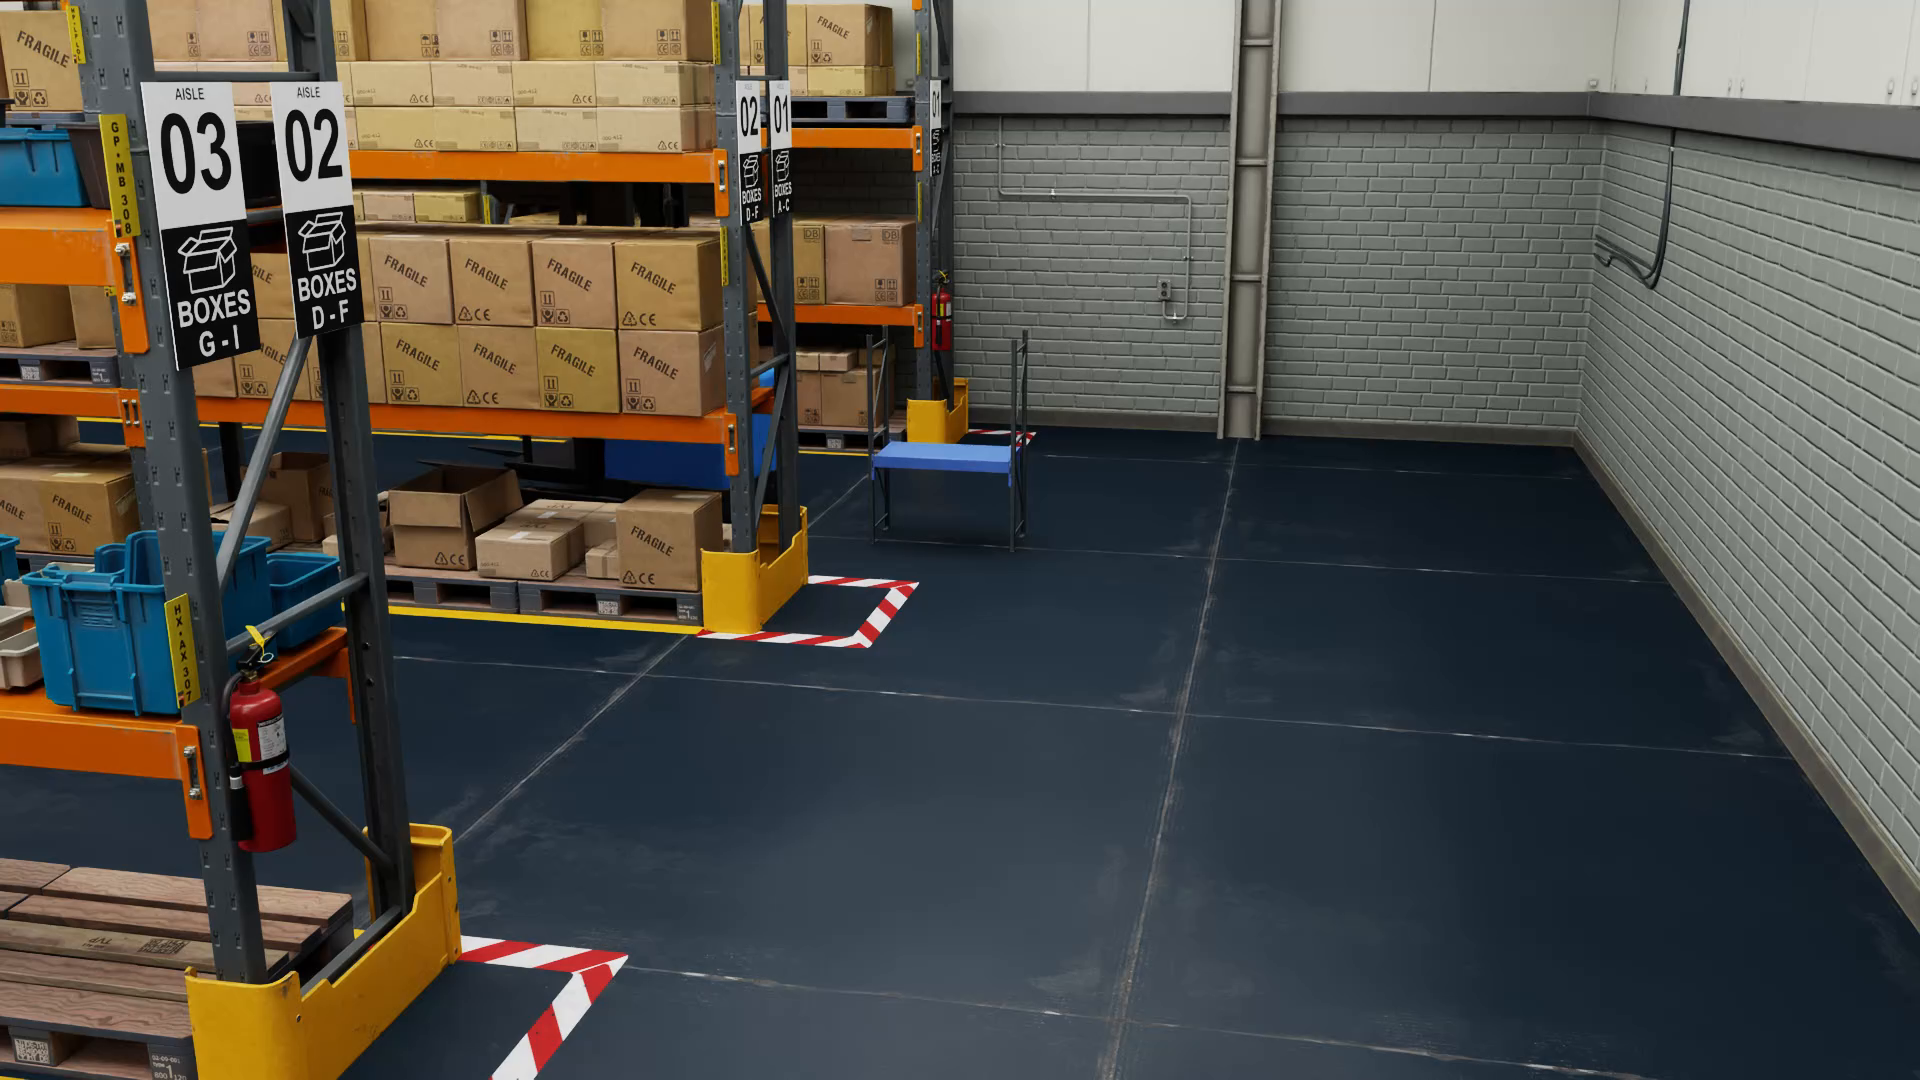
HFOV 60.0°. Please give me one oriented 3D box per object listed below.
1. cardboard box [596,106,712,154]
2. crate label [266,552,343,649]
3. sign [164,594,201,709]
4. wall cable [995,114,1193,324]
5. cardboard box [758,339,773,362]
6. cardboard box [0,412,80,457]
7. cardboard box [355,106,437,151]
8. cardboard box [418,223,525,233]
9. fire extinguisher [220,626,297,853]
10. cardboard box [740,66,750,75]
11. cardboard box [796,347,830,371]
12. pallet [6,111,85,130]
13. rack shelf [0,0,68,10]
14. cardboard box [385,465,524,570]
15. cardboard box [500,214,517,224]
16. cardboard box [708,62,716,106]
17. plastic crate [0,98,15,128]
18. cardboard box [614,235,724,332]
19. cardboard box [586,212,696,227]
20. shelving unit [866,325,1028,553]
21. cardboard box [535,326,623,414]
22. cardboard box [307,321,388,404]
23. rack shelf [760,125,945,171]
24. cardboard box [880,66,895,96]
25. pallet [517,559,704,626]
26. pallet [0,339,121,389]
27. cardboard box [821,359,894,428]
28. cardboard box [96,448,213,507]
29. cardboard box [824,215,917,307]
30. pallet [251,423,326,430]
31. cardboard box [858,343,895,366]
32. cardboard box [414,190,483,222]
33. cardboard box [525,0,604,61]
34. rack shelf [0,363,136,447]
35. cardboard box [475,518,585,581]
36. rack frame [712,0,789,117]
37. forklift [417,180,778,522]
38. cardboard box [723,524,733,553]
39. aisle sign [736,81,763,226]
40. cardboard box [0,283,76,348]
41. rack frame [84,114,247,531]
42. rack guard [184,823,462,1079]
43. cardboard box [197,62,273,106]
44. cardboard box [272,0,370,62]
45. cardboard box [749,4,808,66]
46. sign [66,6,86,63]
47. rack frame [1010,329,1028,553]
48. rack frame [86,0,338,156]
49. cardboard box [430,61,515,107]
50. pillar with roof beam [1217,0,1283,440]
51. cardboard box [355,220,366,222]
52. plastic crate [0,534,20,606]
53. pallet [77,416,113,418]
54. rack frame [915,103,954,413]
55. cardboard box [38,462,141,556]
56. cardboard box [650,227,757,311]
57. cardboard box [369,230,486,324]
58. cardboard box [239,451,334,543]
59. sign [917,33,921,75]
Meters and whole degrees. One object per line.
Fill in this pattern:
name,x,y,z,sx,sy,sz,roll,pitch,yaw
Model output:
cardboard box,-1.756,-2.367,9.579,0.500,0.250,0.500,3,16,11
crate label,-2.367,0.213,5.805,0.303,0.233,0.416,3,16,11
sign,-2.284,0.327,4.888,0.005,0.325,0.100,3,16,11
wall cable,1.227,-3.000,15.300,1.851,1.984,0.084,3,16,11
cardboard box,-1.751,-1.752,15.378,0.250,0.149,0.380,3,16,12
cardboard box,-6.525,-0.759,11.568,0.500,0.250,0.500,3,16,11
cardboard box,-3.223,-2.450,9.880,0.500,0.250,0.500,3,16,11
cardboard box,-3.083,-1.738,10.588,0.500,0.500,0.500,3,16,11
fire extinguisher,-2.133,0.604,5.034,0.183,0.674,0.296,3,16,11
cardboard box,-2.008,-3.978,14.423,0.500,0.250,0.500,3,16,9
cardboard box,-1.335,-1.625,14.920,0.250,0.149,0.380,4,16,13
pallet,-5.745,-2.656,10.694,1.003,0.211,1.213,3,16,11
rack shelf,-10.016,-5.215,16.057,4.000,0.370,1.077,3,16,11
cardboard box,-3.278,-0.158,10.796,0.637,0.503,0.797,3,16,11
cardboard box,-4.537,-2.835,15.827,0.500,0.500,0.500,3,16,9
cardboard box,-1.651,-2.745,10.007,0.500,0.250,0.500,3,16,11
plastic crate,-3.633,-1.308,5.593,0.767,0.338,0.504,3,16,11
cardboard box,-1.691,-1.517,9.789,0.500,0.500,0.500,3,16,11
cardboard box,-2.894,-2.615,15.252,0.700,0.700,0.980,3,16,10
shelving unit,-0.084,-0.727,11.808,1.048,1.500,0.538,3,16,11
cardboard box,-2.202,-1.063,10.022,0.500,0.500,0.500,3,16,12
cardboard box,-3.682,-1.144,10.316,0.500,0.500,0.500,3,16,11
rack shelf,-2.176,-3.536,14.868,4.000,0.370,1.077,3,16,11
cardboard box,-0.883,-4.058,14.711,0.500,0.250,0.500,4,16,14
pallet,-2.056,0.263,10.649,1.213,0.211,1.003,3,16,11
pallet,-5.881,-1.226,11.160,1.213,0.211,1.003,3,16,11
cardboard box,-0.922,-1.340,15.106,0.500,0.500,0.700,3,16,11
cardboard box,-5.545,-0.345,11.476,0.500,0.500,0.500,2,16,9
cardboard box,-0.718,-2.500,14.837,0.700,0.700,0.980,4,16,14
pallet,-6.106,-1.286,16.238,1.213,0.211,1.003,3,16,11
cardboard box,-0.760,-1.698,15.184,0.250,0.149,0.380,3,16,11
cardboard box,-4.645,-3.064,15.249,0.500,0.250,0.500,4,16,12
cardboard box,-2.180,-3.082,9.822,0.500,0.500,0.700,3,16,11
rack shelf,-7.080,-1.008,11.358,4.000,0.370,1.077,3,16,11
cardboard box,-2.707,0.055,10.501,0.500,0.250,0.500,3,16,11
rack frame,-1.200,-3.926,9.309,0.127,3.000,1.000,3,16,11
forklift,-2.881,-1.756,12.840,3.031,2.935,1.130,7,17,23
cardboard box,-1.542,0.015,10.836,0.250,0.149,0.380,3,16,11
aisle sign,-1.194,-2.204,9.460,0.004,0.787,0.394,3,16,11
cardboard box,-6.226,-1.602,11.183,0.500,0.500,0.700,6,16,20
rack frame,-5.120,-1.248,10.878,0.127,3.000,1.000,3,16,11
rack guard,-2.164,1.463,5.774,0.348,0.500,1.175,3,16,11
cardboard box,-4.202,-2.745,10.008,0.500,0.250,0.500,3,16,11
cardboard box,-3.683,-3.119,9.953,0.500,0.500,0.700,3,16,11
cardboard box,-1.476,-4.313,14.228,0.500,0.500,0.500,4,16,13
sign,-5.227,-2.987,9.831,0.005,0.325,0.100,3,16,11
rack frame,0.415,-0.700,11.711,0.032,1.500,0.500,3,16,11
rack frame,-2.191,-2.631,4.632,0.127,3.000,1.000,3,16,11
cardboard box,-2.733,-2.664,9.716,0.500,0.250,0.500,3,16,11
pillar with roof beam,1.744,-4.179,10.220,0.400,9.000,9.100,3,16,11
cardboard box,-5.631,-2.757,15.545,0.500,0.500,0.500,3,16,11
plastic crate,-3.657,0.143,6.058,0.300,0.233,0.416,3,16,11
pallet,-8.821,-1.455,16.849,1.213,0.211,1.003,3,16,11
rack frame,-0.216,-2.331,14.788,0.127,3.000,1.000,3,16,11
cardboard box,-5.660,-0.206,10.977,0.500,0.500,0.500,3,16,11
cardboard box,-1.582,-1.658,10.297,0.500,0.500,0.500,4,16,13
cardboard box,-3.198,-1.597,10.079,0.500,0.500,0.500,4,16,13
cardboard box,-4.505,-0.299,11.311,0.500,0.500,0.500,3,16,11
sign,-0.338,-4.024,13.771,0.005,0.325,0.100,3,16,11
